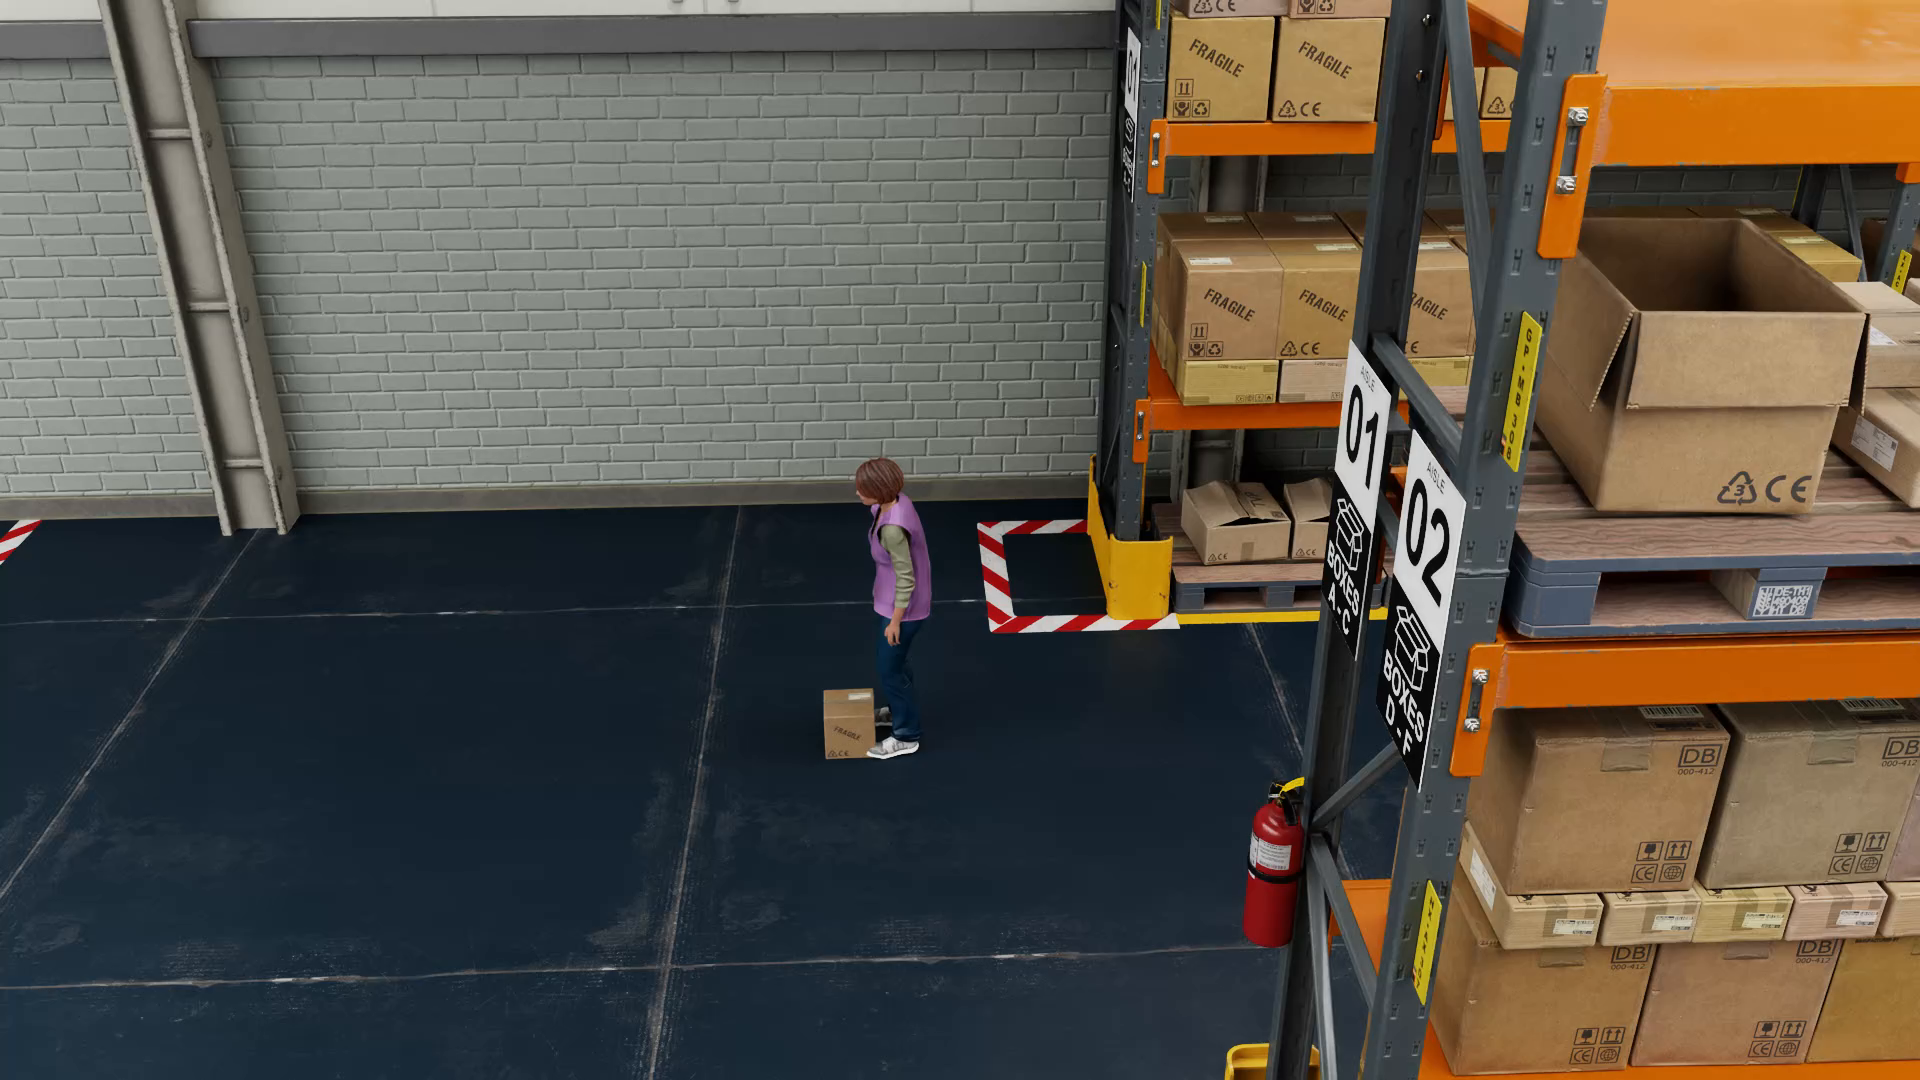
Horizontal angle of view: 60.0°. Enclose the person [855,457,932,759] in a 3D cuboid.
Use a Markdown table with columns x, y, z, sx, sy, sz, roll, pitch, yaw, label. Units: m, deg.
| x | y | z | sx | sy | sz | roll | pitch | yaw | label |
| --- | --- | --- | --- | --- | --- | --- | --- | --- | --- |
| -0.315 | 0.317 | 8.037 | 0.346 | 1.592 | 0.474 | -3 | 28 | -5 | person |
